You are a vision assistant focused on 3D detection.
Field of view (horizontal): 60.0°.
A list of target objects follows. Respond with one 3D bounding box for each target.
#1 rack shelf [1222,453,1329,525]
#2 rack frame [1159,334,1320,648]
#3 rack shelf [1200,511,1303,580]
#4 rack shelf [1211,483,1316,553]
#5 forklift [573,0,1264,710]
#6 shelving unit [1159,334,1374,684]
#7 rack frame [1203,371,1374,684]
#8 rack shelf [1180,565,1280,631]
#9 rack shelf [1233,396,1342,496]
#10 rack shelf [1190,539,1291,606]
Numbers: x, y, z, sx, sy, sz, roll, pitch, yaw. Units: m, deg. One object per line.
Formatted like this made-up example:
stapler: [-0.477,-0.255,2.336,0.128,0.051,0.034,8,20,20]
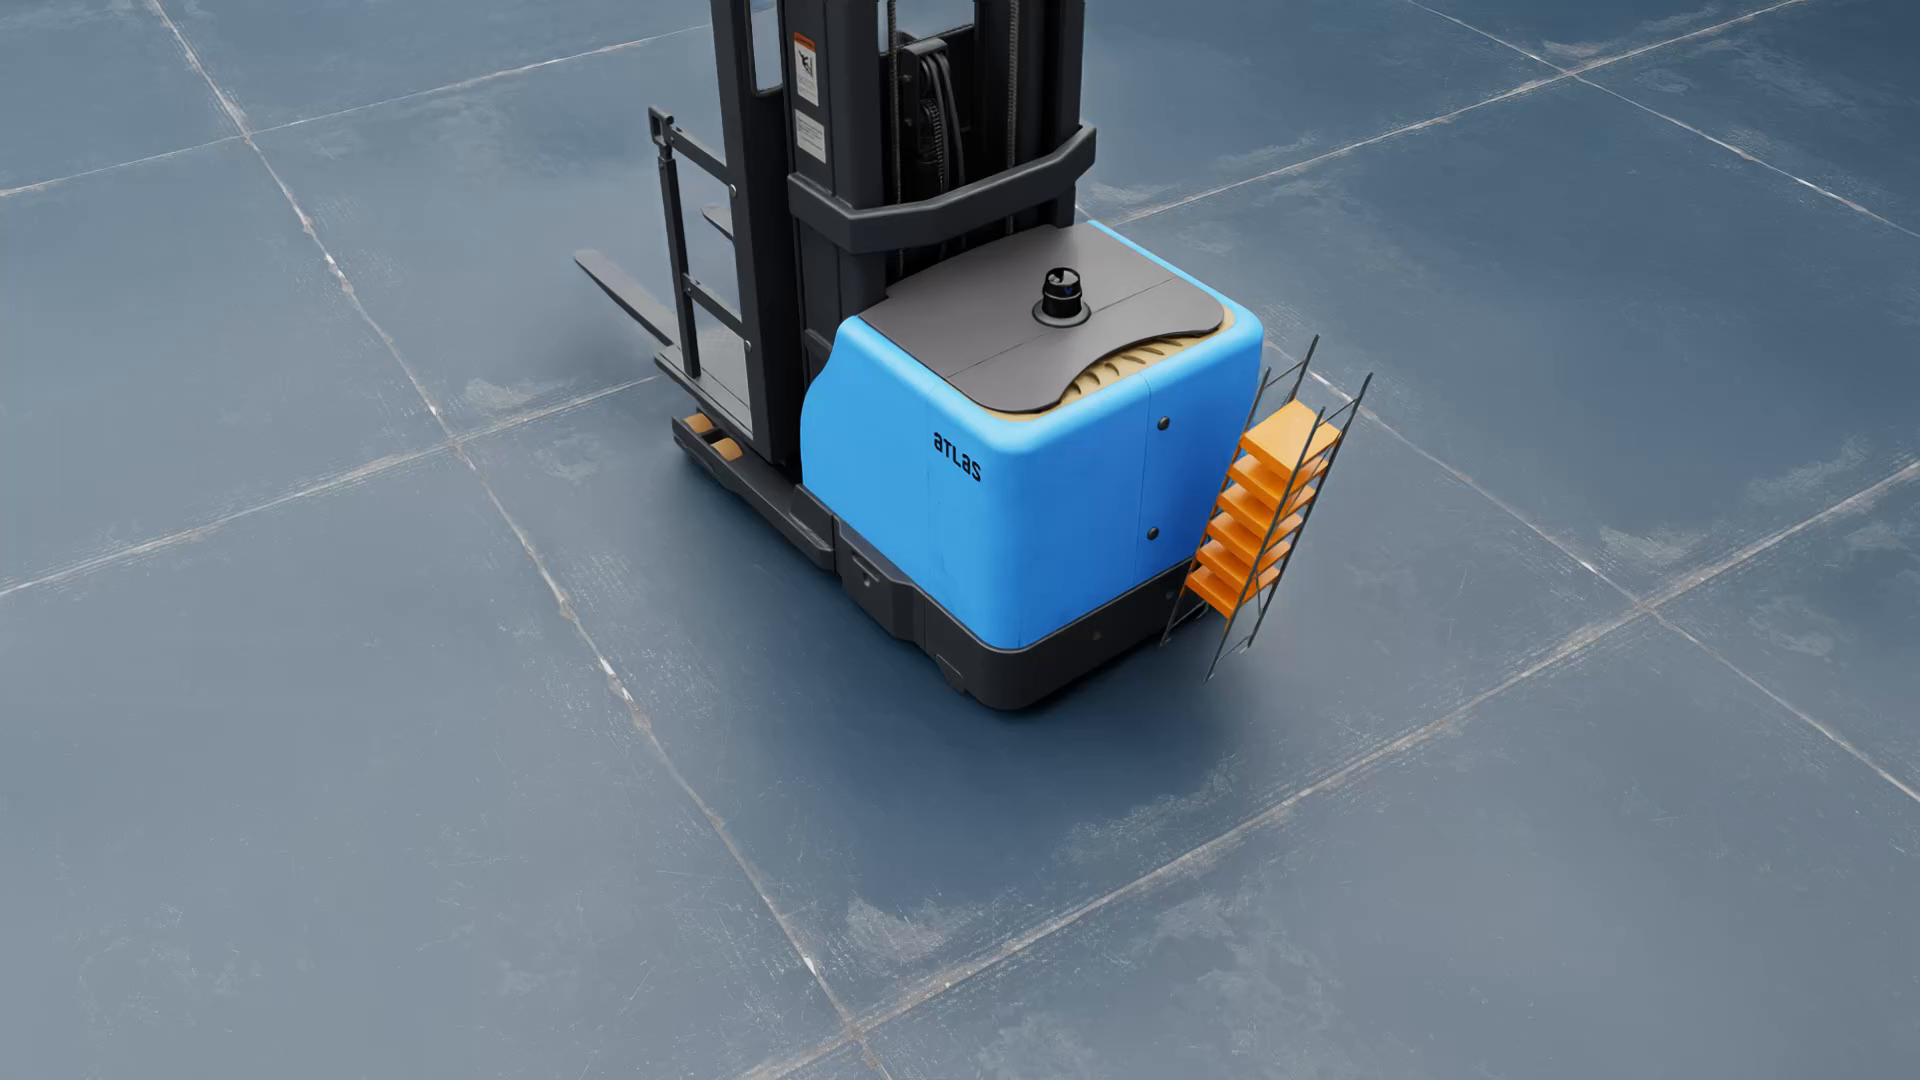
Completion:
rack shelf: [0.900,-0.184,4.723,0.258,0.103,0.180,-33,62,-33]
rack frame: [0.807,-0.110,4.904,0.240,1.200,0.006,-33,62,-33]
rack shelf: [0.865,-0.026,4.900,0.258,0.103,0.180,-33,62,-33]
rack shelf: [0.882,-0.105,4.812,0.258,0.103,0.180,-33,62,-33]
forklift: [-0.393,-1.499,5.260,1.130,2.935,3.031,-27,47,-28]
shelving unit: [0.871,-0.055,4.867,0.258,1.200,0.189,-33,62,-33]
rack frame: [0.935,-0.001,4.831,0.240,1.200,0.006,-33,62,-33]
rack shelf: [0.829,0.132,5.077,0.258,0.103,0.180,-33,62,-33]
rack shelf: [0.918,-0.264,4.635,0.258,0.103,0.180,-33,62,-33]
rack shelf: [0.847,0.053,4.989,0.258,0.103,0.180,-33,62,-33]
